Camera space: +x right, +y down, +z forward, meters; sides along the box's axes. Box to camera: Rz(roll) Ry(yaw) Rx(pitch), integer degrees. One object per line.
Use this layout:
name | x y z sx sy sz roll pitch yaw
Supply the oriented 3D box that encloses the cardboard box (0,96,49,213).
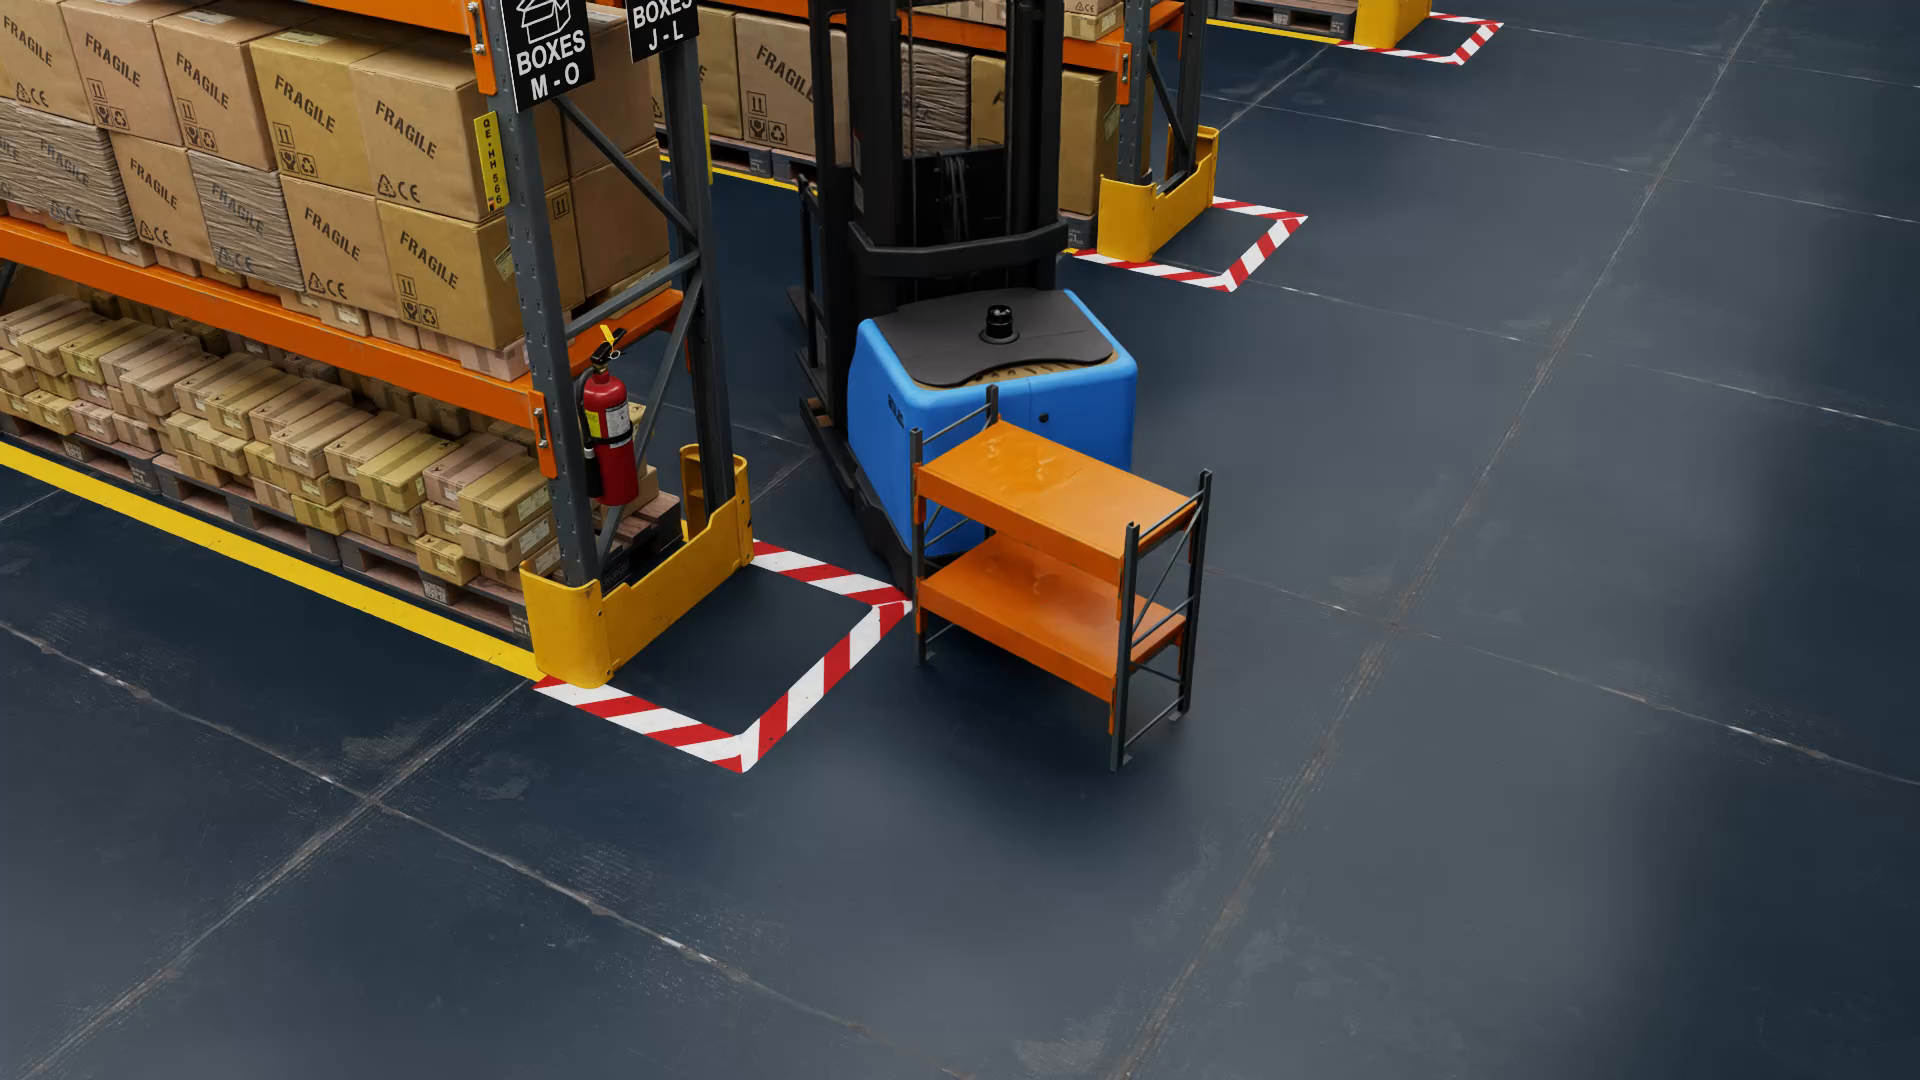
cardboard box | -4.028 -1.805 7.396 0.500 0.500 0.500 18 37 24

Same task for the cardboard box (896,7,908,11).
cardboard box | -0.329 -3.475 10.489 0.250 0.149 0.380 18 38 25

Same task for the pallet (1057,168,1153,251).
pallet | 0.523 -2.310 11.029 1.213 0.211 1.003 18 37 24

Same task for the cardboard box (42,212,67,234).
cardboard box | -3.930 -1.529 7.567 0.250 0.149 0.380 16 37 22

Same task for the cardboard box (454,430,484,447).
cardboard box | -2.086 -0.437 7.624 0.250 0.149 0.380 18 38 25

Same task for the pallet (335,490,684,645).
pallet | -2.047 -0.031 7.605 1.213 0.211 1.003 18 37 24

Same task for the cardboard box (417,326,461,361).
cardboard box | -1.913 -0.865 6.570 0.250 0.149 0.380 18 37 24

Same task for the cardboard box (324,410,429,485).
cardboard box | -2.549 -0.398 7.298 0.250 0.149 0.380 16 37 23

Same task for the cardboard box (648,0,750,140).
cardboard box | -1.684 -3.459 11.777 0.875 0.875 0.875 18 37 24

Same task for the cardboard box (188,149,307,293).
cardboard box | -2.700 -1.374 6.748 0.500 0.500 0.500 18 38 25

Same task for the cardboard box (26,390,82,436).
cardboard box | -4.378 -0.690 8.273 0.250 0.149 0.380 19 38 26

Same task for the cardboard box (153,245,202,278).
cardboard box | -3.259 -1.300 7.222 0.250 0.149 0.380 19 38 26

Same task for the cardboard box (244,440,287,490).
cardboard box | -3.014 -0.407 7.580 0.250 0.149 0.380 20 38 27

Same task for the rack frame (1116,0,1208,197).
rack frame | 1.256 -3.289 9.983 0.127 3.000 1.000 18 37 24

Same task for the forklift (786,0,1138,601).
forklift | -0.189 -1.754 7.739 1.130 2.935 3.031 -11 35 -15

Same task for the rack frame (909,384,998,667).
rack frame | -0.020 -0.049 6.809 0.032 1.125 0.500 25 41 33

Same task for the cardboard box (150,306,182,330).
cardboard box | -3.866 -1.177 8.468 0.250 0.149 0.380 17 37 24

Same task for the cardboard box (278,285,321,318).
cardboard box | -2.586 -1.073 6.881 0.250 0.149 0.380 16 37 22

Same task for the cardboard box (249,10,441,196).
cardboard box | -2.253 -1.657 6.271 0.500 0.500 0.500 16 37 23

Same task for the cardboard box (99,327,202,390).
cardboard box | -3.878 -0.860 7.992 0.250 0.149 0.380 17 37 23

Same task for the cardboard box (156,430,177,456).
cardboard box | -3.640 -0.544 8.054 0.250 0.149 0.380 16 37 22

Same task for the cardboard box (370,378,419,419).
cardboard box | -2.526 -0.731 7.798 0.250 0.149 0.380 19 38 26

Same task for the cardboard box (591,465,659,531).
cardboard box | -1.589 -0.216 7.562 0.250 0.149 0.380 18 38 25

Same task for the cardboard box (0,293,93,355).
cardboard box | -4.569 -1.071 8.309 0.250 0.149 0.380 19 38 26

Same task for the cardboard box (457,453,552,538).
cardboard box | -1.878 -0.189 6.984 0.250 0.149 0.380 18 38 25

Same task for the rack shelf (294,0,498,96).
rack shelf | -3.029 -2.429 6.634 4.000 0.370 1.077 18 37 24

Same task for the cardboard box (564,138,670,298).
cardboard box | -1.545 -1.352 6.715 0.500 0.500 0.500 19 38 27

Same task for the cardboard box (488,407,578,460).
cardboard box | -1.878 -0.491 7.438 0.250 0.149 0.380 18 38 25

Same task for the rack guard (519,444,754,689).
rack guard | -1.359 0.090 7.164 0.348 0.500 1.175 18 37 24

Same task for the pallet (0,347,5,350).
pallet | -5.442 -1.083 9.185 1.213 0.211 1.003 18 37 24

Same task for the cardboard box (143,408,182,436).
cardboard box | -3.656 -0.650 7.944 0.250 0.149 0.380 19 38 27

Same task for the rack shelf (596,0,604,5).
rack shelf | -3.953 -4.640 12.660 4.000 0.370 1.077 18 37 24

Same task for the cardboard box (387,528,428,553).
cardboard box | -2.313 -0.099 7.385 0.250 0.149 0.380 17 37 24

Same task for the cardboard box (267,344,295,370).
cardboard box | -3.159 -0.970 8.156 0.250 0.149 0.380 16 37 23

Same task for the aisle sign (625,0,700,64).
aisle sign | -1.081 -2.136 5.906 0.004 0.787 0.394 18 37 24

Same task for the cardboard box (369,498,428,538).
cardboard box | -2.345 -0.192 7.256 0.250 0.149 0.380 16 37 23

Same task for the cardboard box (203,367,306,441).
cardboard box | -3.225 -0.629 7.645 0.250 0.149 0.380 18 38 25

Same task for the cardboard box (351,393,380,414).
cardboard box | -2.789 -0.641 7.932 0.250 0.149 0.380 20 38 27

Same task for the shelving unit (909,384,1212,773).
shelving unit | 0.366 0.135 6.533 1.048 1.125 0.538 25 41 33

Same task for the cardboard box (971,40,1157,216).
cardboard box | 0.661 -2.717 10.662 0.875 0.875 0.875 18 37 24

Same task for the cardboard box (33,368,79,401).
cardboard box | -4.345 -0.862 8.263 0.250 0.149 0.380 18 38 25

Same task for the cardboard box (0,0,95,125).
cardboard box | -3.615 -2.081 6.909 0.500 0.500 0.500 18 38 25

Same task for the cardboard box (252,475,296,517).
cardboard box | -3.014 -0.285 7.665 0.250 0.149 0.380 18 38 25

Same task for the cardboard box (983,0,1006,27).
cardboard box | 0.338 -3.264 10.173 0.250 0.149 0.380 18 38 25

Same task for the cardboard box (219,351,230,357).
cardboard box | -3.683 -0.958 8.408 0.250 0.149 0.380 18 38 25
